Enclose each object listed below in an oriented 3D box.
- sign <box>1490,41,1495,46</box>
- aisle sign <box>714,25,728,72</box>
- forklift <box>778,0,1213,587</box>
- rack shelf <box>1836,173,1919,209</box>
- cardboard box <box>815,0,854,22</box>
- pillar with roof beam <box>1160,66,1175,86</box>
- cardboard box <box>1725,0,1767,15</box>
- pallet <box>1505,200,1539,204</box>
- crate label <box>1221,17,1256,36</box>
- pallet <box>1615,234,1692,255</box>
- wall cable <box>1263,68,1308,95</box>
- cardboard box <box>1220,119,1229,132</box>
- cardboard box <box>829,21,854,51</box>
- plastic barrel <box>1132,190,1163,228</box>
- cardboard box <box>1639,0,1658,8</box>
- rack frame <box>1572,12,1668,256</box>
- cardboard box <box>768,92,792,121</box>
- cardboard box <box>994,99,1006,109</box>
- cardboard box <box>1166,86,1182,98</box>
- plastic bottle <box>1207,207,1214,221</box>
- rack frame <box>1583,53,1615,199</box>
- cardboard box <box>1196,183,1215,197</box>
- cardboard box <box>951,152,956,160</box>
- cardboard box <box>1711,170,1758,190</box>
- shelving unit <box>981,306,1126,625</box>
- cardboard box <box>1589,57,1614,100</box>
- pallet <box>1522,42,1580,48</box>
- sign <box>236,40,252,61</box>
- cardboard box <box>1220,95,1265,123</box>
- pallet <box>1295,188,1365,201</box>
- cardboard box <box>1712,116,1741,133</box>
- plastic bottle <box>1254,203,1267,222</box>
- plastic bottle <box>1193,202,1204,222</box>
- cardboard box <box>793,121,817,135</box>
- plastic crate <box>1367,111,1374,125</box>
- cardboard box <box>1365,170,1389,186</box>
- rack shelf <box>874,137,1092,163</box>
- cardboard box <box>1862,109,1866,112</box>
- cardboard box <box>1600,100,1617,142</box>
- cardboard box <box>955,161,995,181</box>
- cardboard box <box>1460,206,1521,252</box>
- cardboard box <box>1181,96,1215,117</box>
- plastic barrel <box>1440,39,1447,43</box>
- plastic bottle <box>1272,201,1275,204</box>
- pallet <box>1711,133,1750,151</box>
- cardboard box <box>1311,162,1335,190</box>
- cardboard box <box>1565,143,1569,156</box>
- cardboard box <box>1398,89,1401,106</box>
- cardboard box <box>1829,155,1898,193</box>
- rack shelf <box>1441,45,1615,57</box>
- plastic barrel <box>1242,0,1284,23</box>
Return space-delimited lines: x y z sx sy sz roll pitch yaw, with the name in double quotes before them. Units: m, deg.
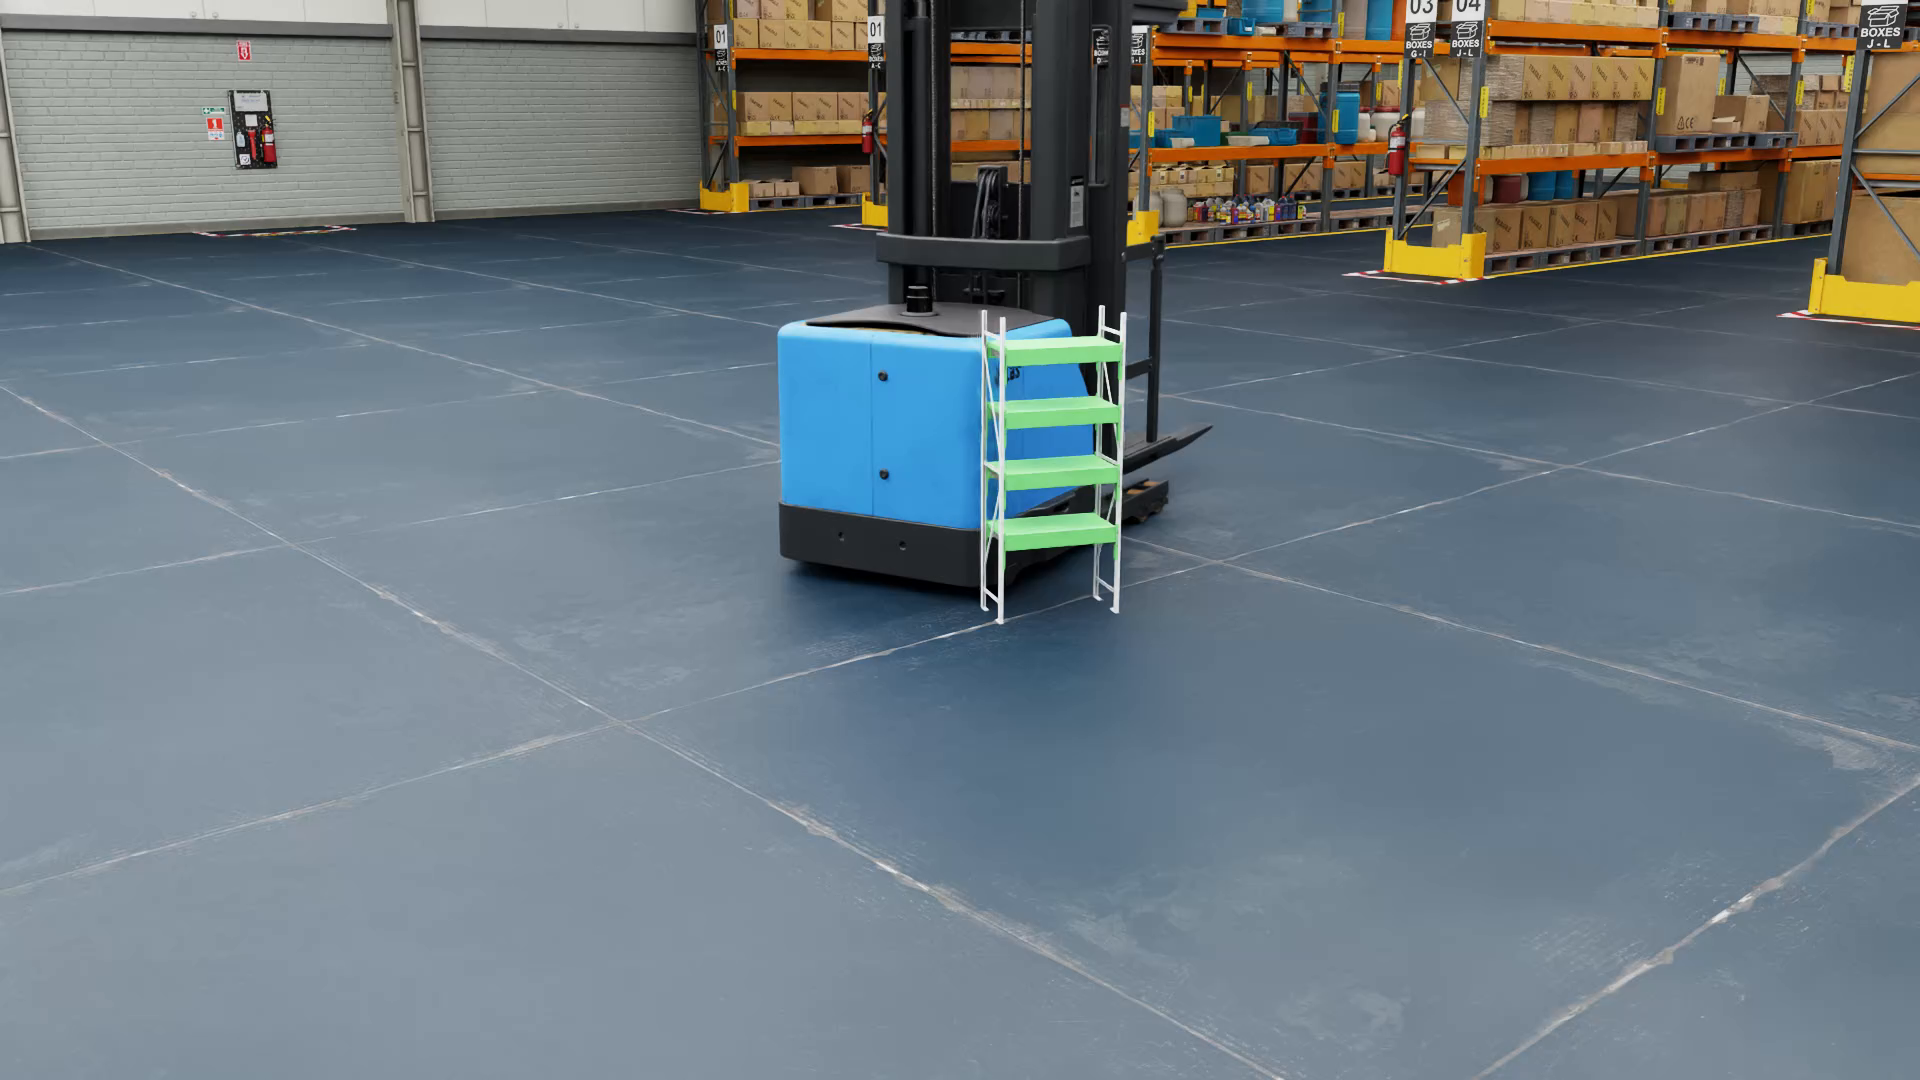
"sign" 8.580 -8.137 26.791 0.005 0.325 0.100 -13 19 -39
"aisle sign" -4.182 -8.603 29.108 0.004 0.787 0.394 -13 19 -39
"forklift" 0.380 -1.551 7.878 1.130 2.935 3.031 8 17 28
"rack shelf" 10.118 -3.534 16.560 4.000 0.370 1.077 -13 19 -39
"cardboard box" -2.301 -9.763 30.504 0.500 0.500 0.500 -14 20 -41
"pillar with roof beam" 7.514 -11.798 34.481 0.400 9.000 9.100 -13 19 -39
"cardboard box" 10.506 -7.320 22.366 0.500 0.500 0.500 -12 19 -38
"pallet" 9.701 -5.844 29.221 1.213 0.211 1.003 -13 19 -39
"crate label" 3.807 -7.119 23.066 0.408 0.251 0.502 -13 19 -39
"pallet" 9.034 -3.988 22.269 1.213 0.211 1.003 -13 19 -39
"wall cable" 8.090 -11.020 41.226 1.851 1.984 0.084 -13 19 -39
"cardboard box" 4.662 -7.713 30.987 0.500 0.311 0.500 -11 19 -36
"cardboard box" -2.309 -9.285 30.652 0.500 0.500 0.500 -14 20 -41
"plastic barrel" 2.625 -4.617 23.228 0.421 0.512 0.421 0 15 0
"cardboard box" 8.392 -6.661 20.579 0.250 0.149 0.380 -12 19 -38
"rack frame" 8.447 -5.203 21.415 0.127 3.000 1.000 -13 19 -39
"cardboard box" -3.388 -7.822 30.018 0.500 0.500 0.500 -13 19 -39
"cardboard box" 0.527 -7.101 27.070 0.250 0.149 0.380 -12 19 -39
"cardboard box" 4.543 -9.886 36.685 0.500 0.250 0.500 -12 19 -38
"plastic bottle" 3.685 -4.786 24.425 0.097 0.201 0.097 0 15 0
"rack frame" 11.231 -7.522 30.098 0.127 3.000 1.000 -13 19 -39
"cardboard box" 4.342 -6.459 30.634 0.500 0.250 0.500 -13 20 -40
"cardboard box" -0.433 -7.666 33.175 0.500 0.250 0.500 -13 20 -41
"cardboard box" 10.979 -5.128 23.674 0.500 0.250 0.500 -12 19 -37
"shelving unit" 0.360 -0.297 6.537 0.503 1.200 0.258 -5 16 -17
"cardboard box" 7.534 -5.578 20.114 0.500 0.500 0.500 -13 19 -39
"pallet" 9.850 -8.535 28.446 1.213 0.211 1.003 -13 19 -39
"sign" -10.852 -7.415 25.206 0.199 0.298 0.001 -13 19 -39
"cardboard box" 5.366 -8.189 31.588 0.700 0.500 0.500 8 17 28
"pallet" 7.394 -6.995 33.527 1.213 0.211 1.003 -13 19 -39
"cardboard box" 10.384 -5.683 22.660 0.258 0.266 0.396 -13 20 -41
"plastic bottle" 4.386 -4.784 24.274 0.135 0.276 0.152 -12 19 -38
"plastic bottle" 3.484 -4.820 24.407 0.135 0.276 0.152 -12 19 -39
"cardboard box" -2.978 -7.552 30.462 0.500 0.250 0.500 -13 20 -40
"plastic crate" 6.794 -6.661 26.751 0.583 0.464 0.402 -13 19 -39
"cardboard box" 8.441 -7.430 34.109 0.500 0.311 0.500 -13 19 -39
"rack shelf" 0.439 -6.445 27.461 4.000 0.370 1.077 -13 19 -39
"cardboard box" 13.541 -6.301 25.335 0.500 0.500 0.500 -13 20 -40
"cardboard box" 7.667 -5.253 20.832 0.500 0.500 0.875 -13 19 -39
"cardboard box" 0.225 -5.911 27.127 0.500 0.500 0.500 -13 19 -39
"cardboard box" 6.340 -3.731 19.934 0.500 0.500 0.500 -7 17 -25
"cardboard box" 5.148 -9.684 37.612 0.700 0.700 0.980 -12 19 -39
"plastic barrel" 7.778 -8.355 27.186 0.421 0.512 0.421 0 15 0
"plastic bottle" 4.638 -4.890 24.671 0.135 0.276 0.152 -13 19 -39
"pallet" 9.998 -5.444 22.691 1.213 0.211 1.003 -13 19 -39
"cardboard box" 7.041 -7.186 32.830 0.500 0.500 0.500 -12 19 -39
"cardboard box" 7.098 -4.709 20.053 0.250 0.149 0.380 -13 19 -39
"cardboard box" 8.911 -9.131 33.990 0.500 0.500 0.500 -13 20 -41
"cardboard box" 14.013 -5.622 26.288 0.875 0.875 1.225 -13 19 -39
"rack shelf" 9.722 -8.285 28.535 4.000 0.370 1.077 -13 19 -39
"plastic barrel" 4.375 -7.913 23.965 0.708 0.901 0.600 -13 19 -39
